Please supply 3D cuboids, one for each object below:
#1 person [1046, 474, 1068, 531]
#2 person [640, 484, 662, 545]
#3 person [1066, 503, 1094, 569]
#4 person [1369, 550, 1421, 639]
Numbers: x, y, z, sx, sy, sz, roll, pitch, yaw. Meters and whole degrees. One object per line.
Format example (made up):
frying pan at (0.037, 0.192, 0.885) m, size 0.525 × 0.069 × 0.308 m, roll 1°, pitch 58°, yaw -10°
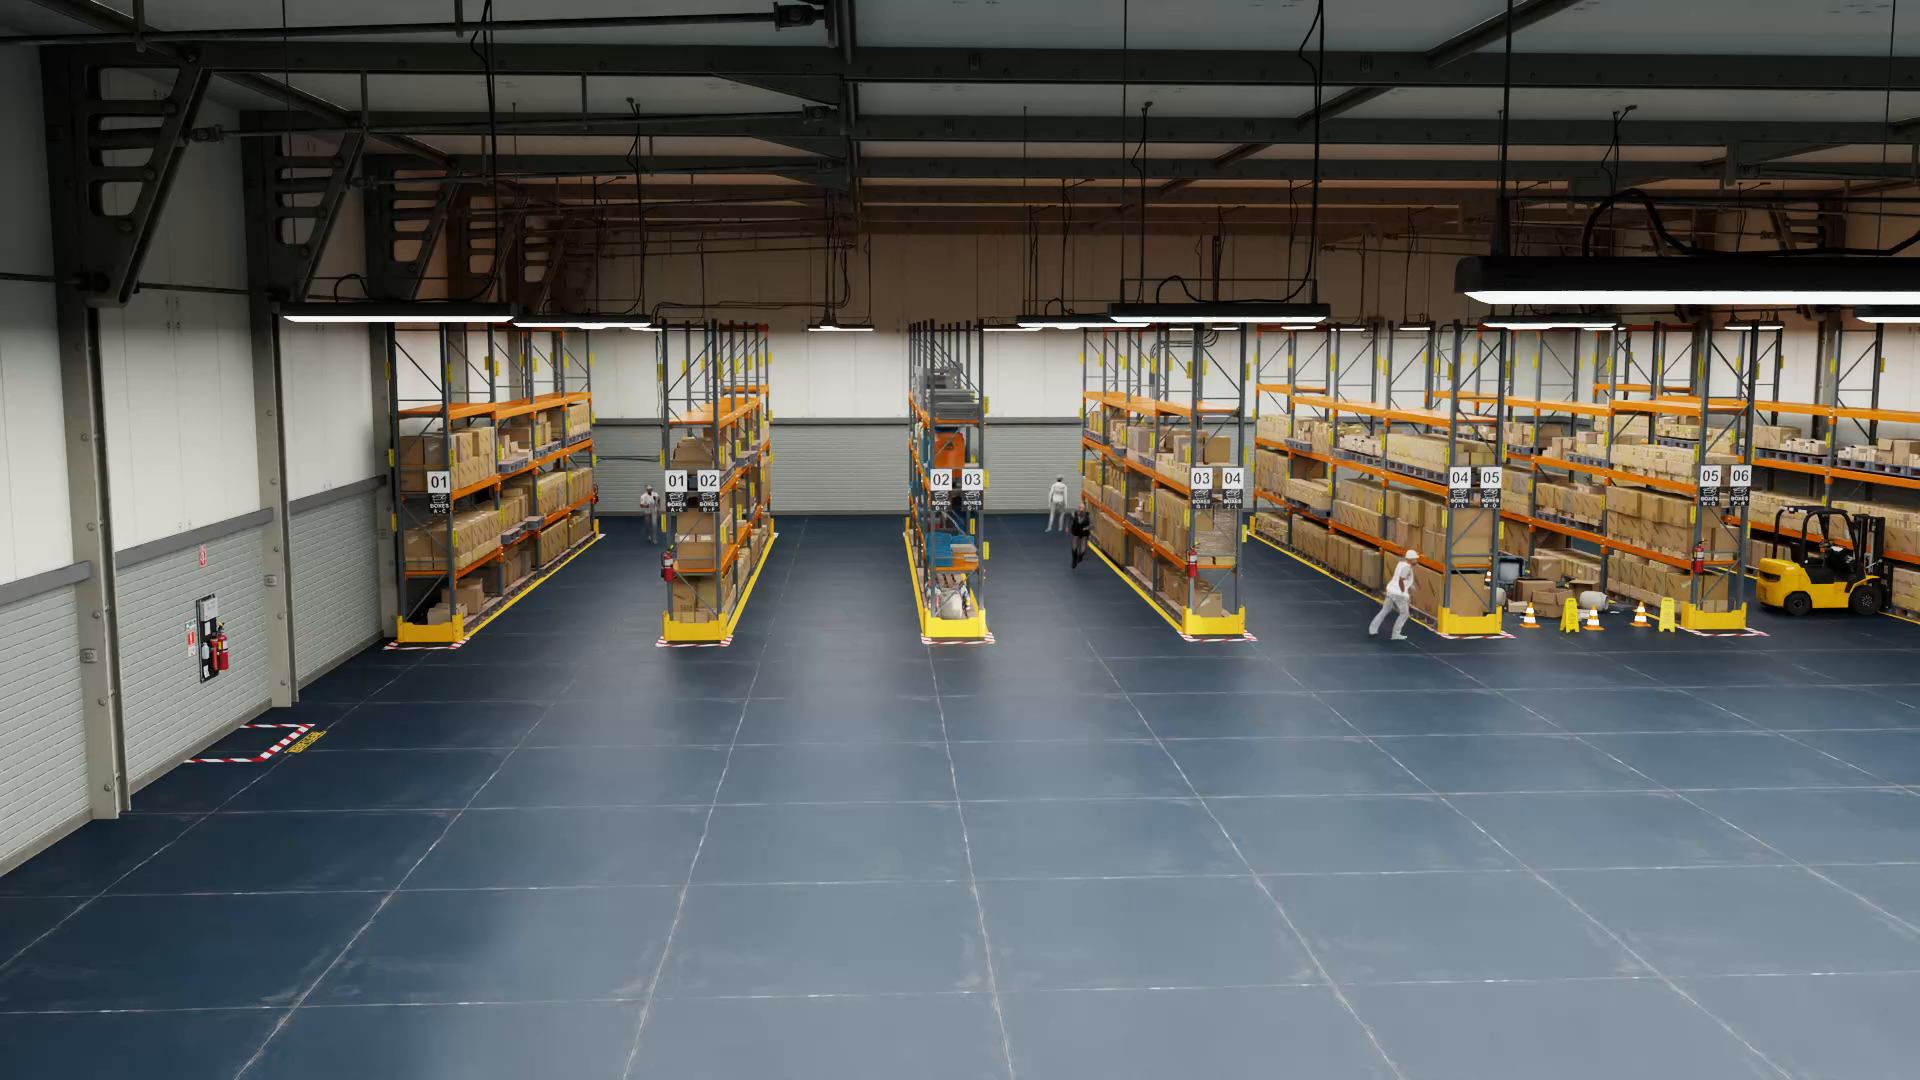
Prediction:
person at (2.823, -1.073, 48.469) m, size 0.633 × 1.701 × 0.478 m, roll 2°, pitch 7°, yaw 14°
person at (-8.497, -0.731, 45.689) m, size 0.589 × 1.658 × 0.953 m, roll -2°, pitch 7°, yaw -13°
person at (2.821, -0.099, 39.454) m, size 0.626 × 1.605 × 0.903 m, roll 0°, pitch 7°, yaw 3°
person at (8.216, 1.025, 31.332) m, size 0.893 × 1.699 × 0.714 m, roll -1°, pitch 7°, yaw -5°
